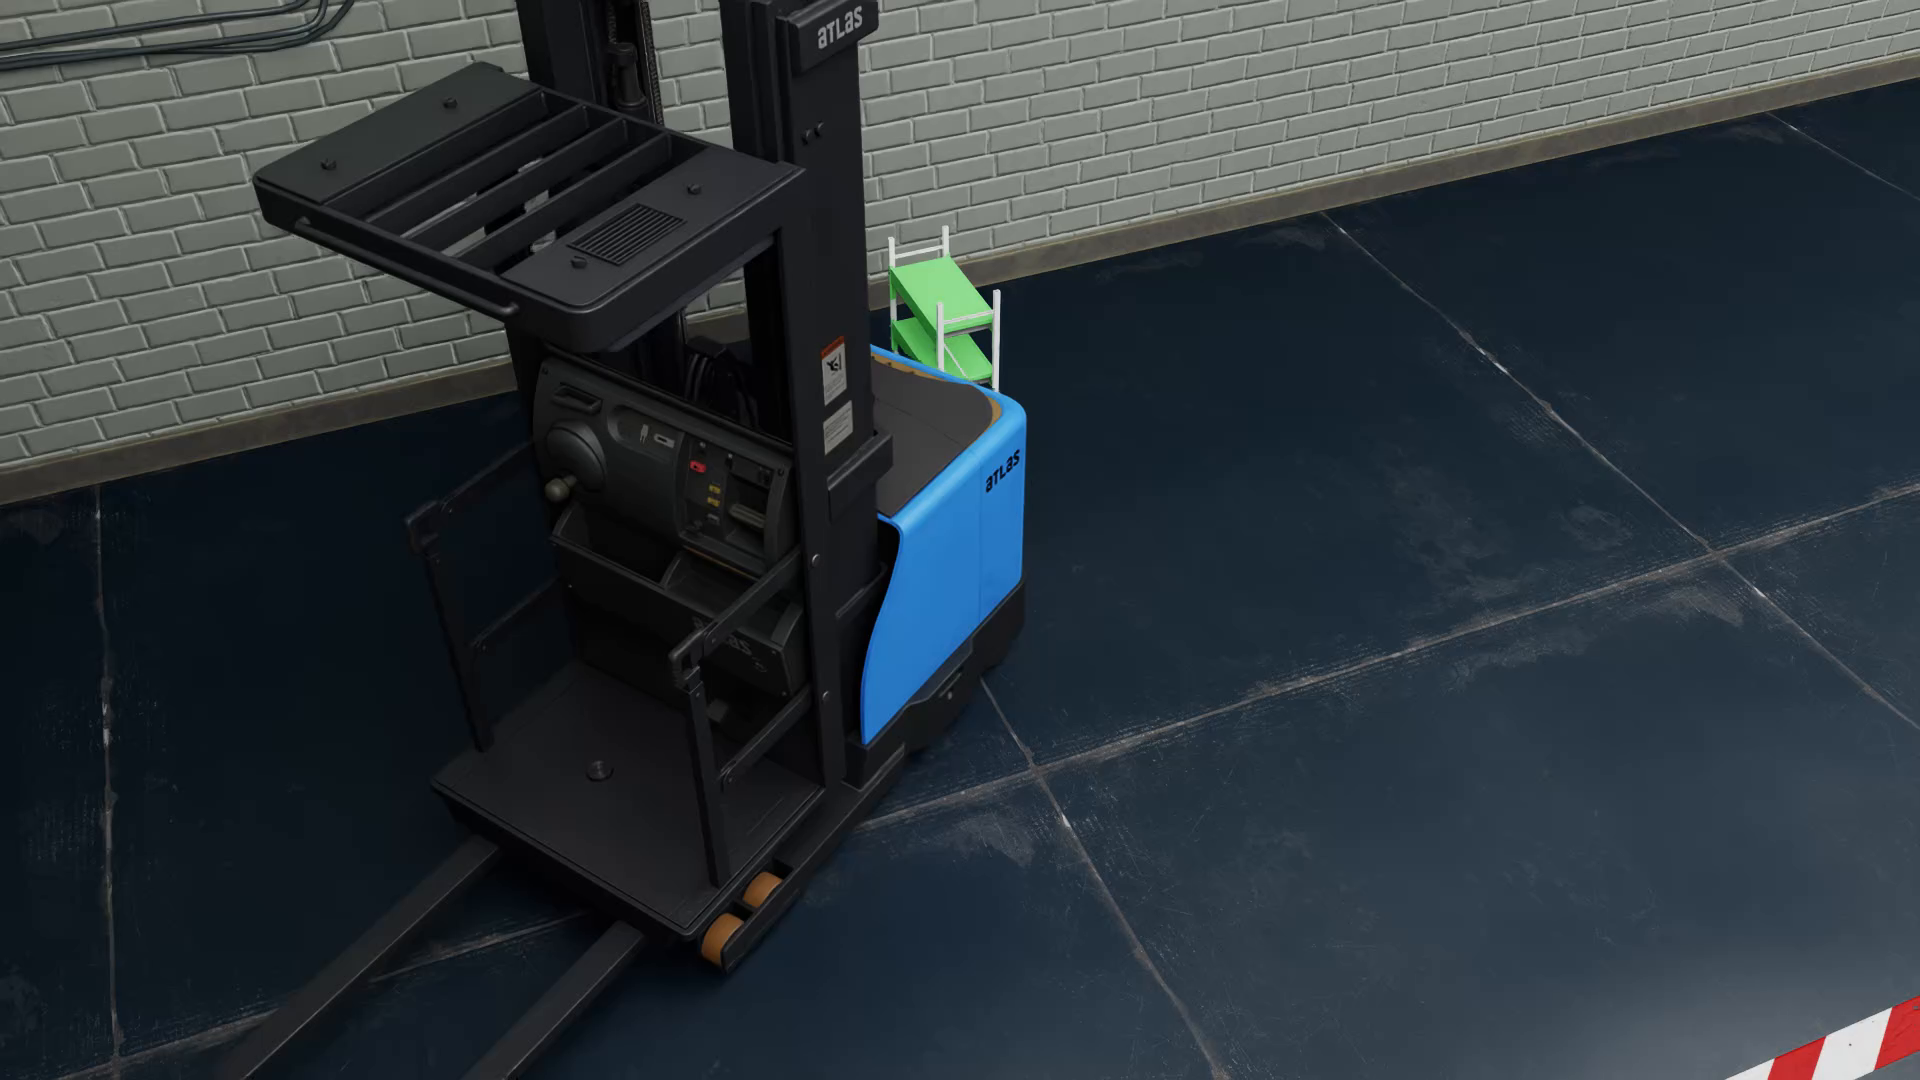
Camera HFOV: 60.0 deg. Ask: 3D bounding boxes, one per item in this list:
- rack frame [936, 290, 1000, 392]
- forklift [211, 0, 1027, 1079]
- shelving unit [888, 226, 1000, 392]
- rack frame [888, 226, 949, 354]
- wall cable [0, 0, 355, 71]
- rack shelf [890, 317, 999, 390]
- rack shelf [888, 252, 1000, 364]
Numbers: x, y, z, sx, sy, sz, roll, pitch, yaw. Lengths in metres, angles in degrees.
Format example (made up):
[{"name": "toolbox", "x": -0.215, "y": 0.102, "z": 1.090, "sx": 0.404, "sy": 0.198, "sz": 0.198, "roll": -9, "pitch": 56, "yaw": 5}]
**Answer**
[{"name": "rack frame", "x": 0.030, "y": -0.408, "z": 6.304, "sx": 0.240, "sy": 1.200, "sz": 0.015, "roll": -15, "pitch": 43, "yaw": -17}, {"name": "forklift", "x": -0.987, "y": -0.134, "z": 4.657, "sx": 1.130, "sy": 2.935, "sz": 3.031, "roll": 23, "pitch": 46, "yaw": 25}, {"name": "shelving unit", "x": -0.063, "y": -0.555, "z": 6.475, "sx": 0.258, "sy": 1.200, "sz": 0.503, "roll": -15, "pitch": 43, "yaw": -17}, {"name": "rack frame", "x": -0.157, "y": -0.702, "z": 6.646, "sx": 0.240, "sy": 1.200, "sz": 0.015, "roll": -15, "pitch": 43, "yaw": -17}, {"name": "wall cable", "x": -3.605, "y": -2.473, "z": 5.105, "sx": 3.097, "sy": 2.526, "sz": 0.112, "roll": -15, "pitch": 43, "yaw": -17}, {"name": "rack shelf", "x": -0.063, "y": -0.688, "z": 6.360, "sx": 0.258, "sy": 0.148, "sz": 0.480, "roll": -15, "pitch": 43, "yaw": -17}, {"name": "rack shelf", "x": -0.063, "y": -0.870, "z": 6.203, "sx": 0.258, "sy": 0.148, "sz": 0.480, "roll": -15, "pitch": 43, "yaw": -17}]
